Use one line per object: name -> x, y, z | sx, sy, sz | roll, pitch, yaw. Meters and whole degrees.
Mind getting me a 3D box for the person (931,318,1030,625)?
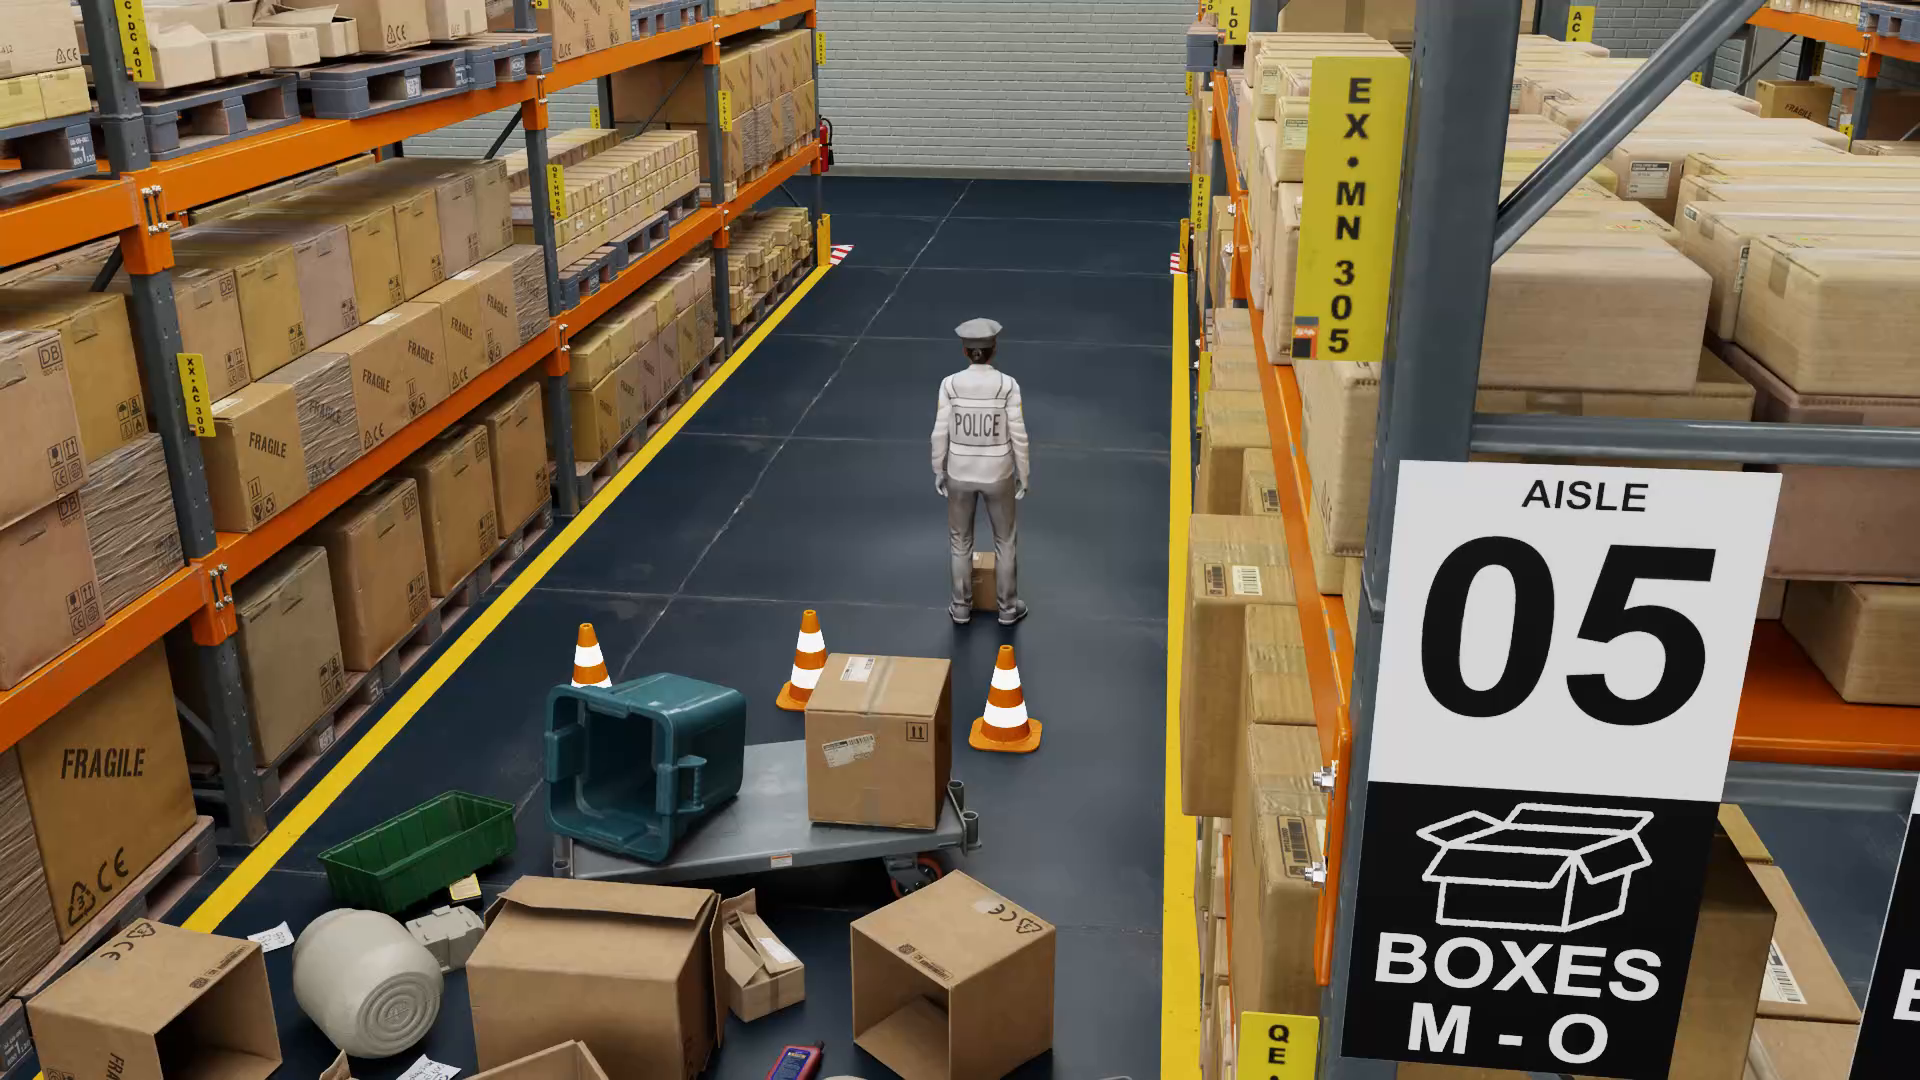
person -> 0.112, -0.341, 8.954 | 0.529, 1.663, 0.371 | 3, 21, 7
